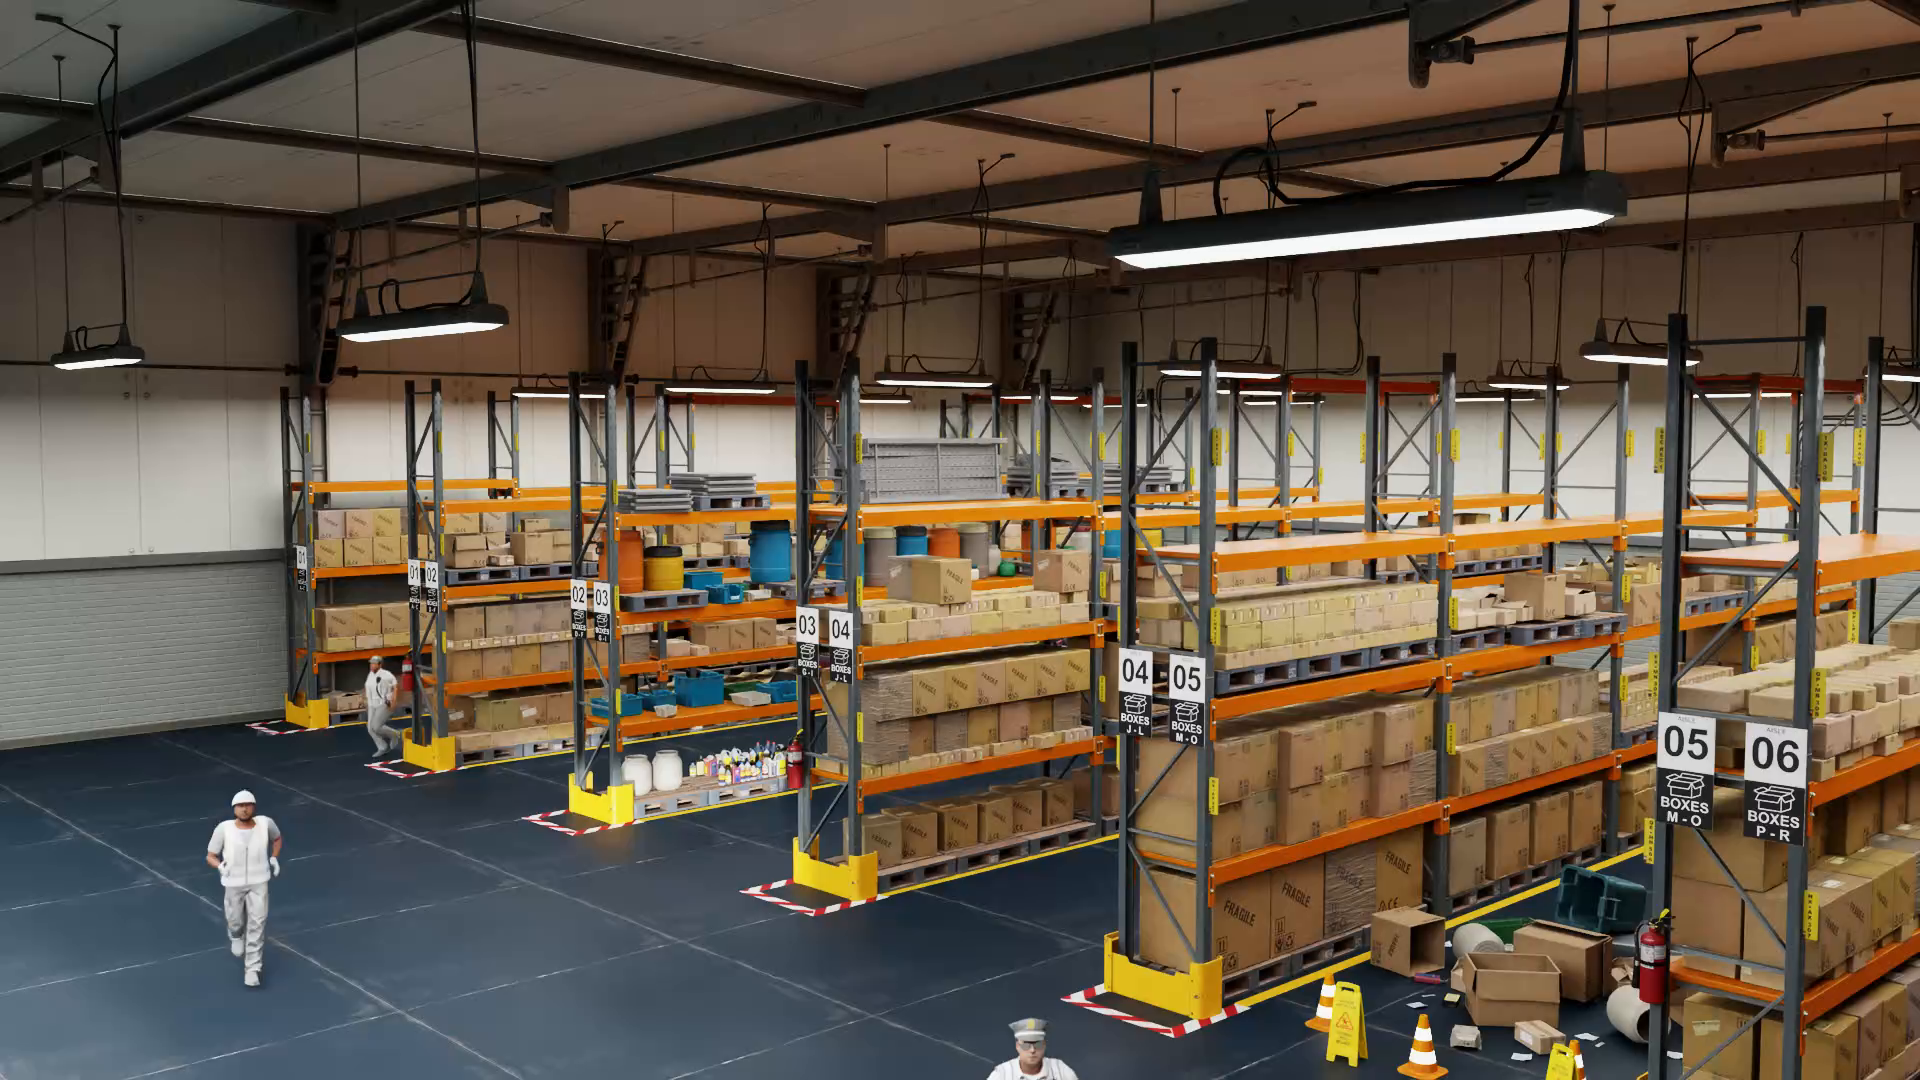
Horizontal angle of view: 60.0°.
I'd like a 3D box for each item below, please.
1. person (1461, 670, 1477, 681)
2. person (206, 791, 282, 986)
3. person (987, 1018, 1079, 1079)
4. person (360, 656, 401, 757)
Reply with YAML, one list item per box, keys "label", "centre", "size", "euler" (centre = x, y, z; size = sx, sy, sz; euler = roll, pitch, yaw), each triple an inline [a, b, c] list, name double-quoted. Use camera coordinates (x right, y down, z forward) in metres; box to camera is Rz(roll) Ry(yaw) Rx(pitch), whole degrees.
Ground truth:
- label: "person"
  centre: [7.566, 2.712, 24.744]
  size: [0.567, 1.697, 0.915]
  euler: [3, 5, 42]
- label: "person"
  centre: [-6.779, 3.259, 15.799]
  size: [0.682, 1.768, 0.940]
  euler: [-2, 4, -27]
- label: "person"
  centre: [0.434, 3.666, 9.704]
  size: [0.649, 1.753, 0.610]
  euler: [0, 4, -1]
- label: "person"
  centre: [-9.317, 2.666, 26.729]
  size: [0.623, 1.638, 0.577]
  euler: [2, 4, 30]
